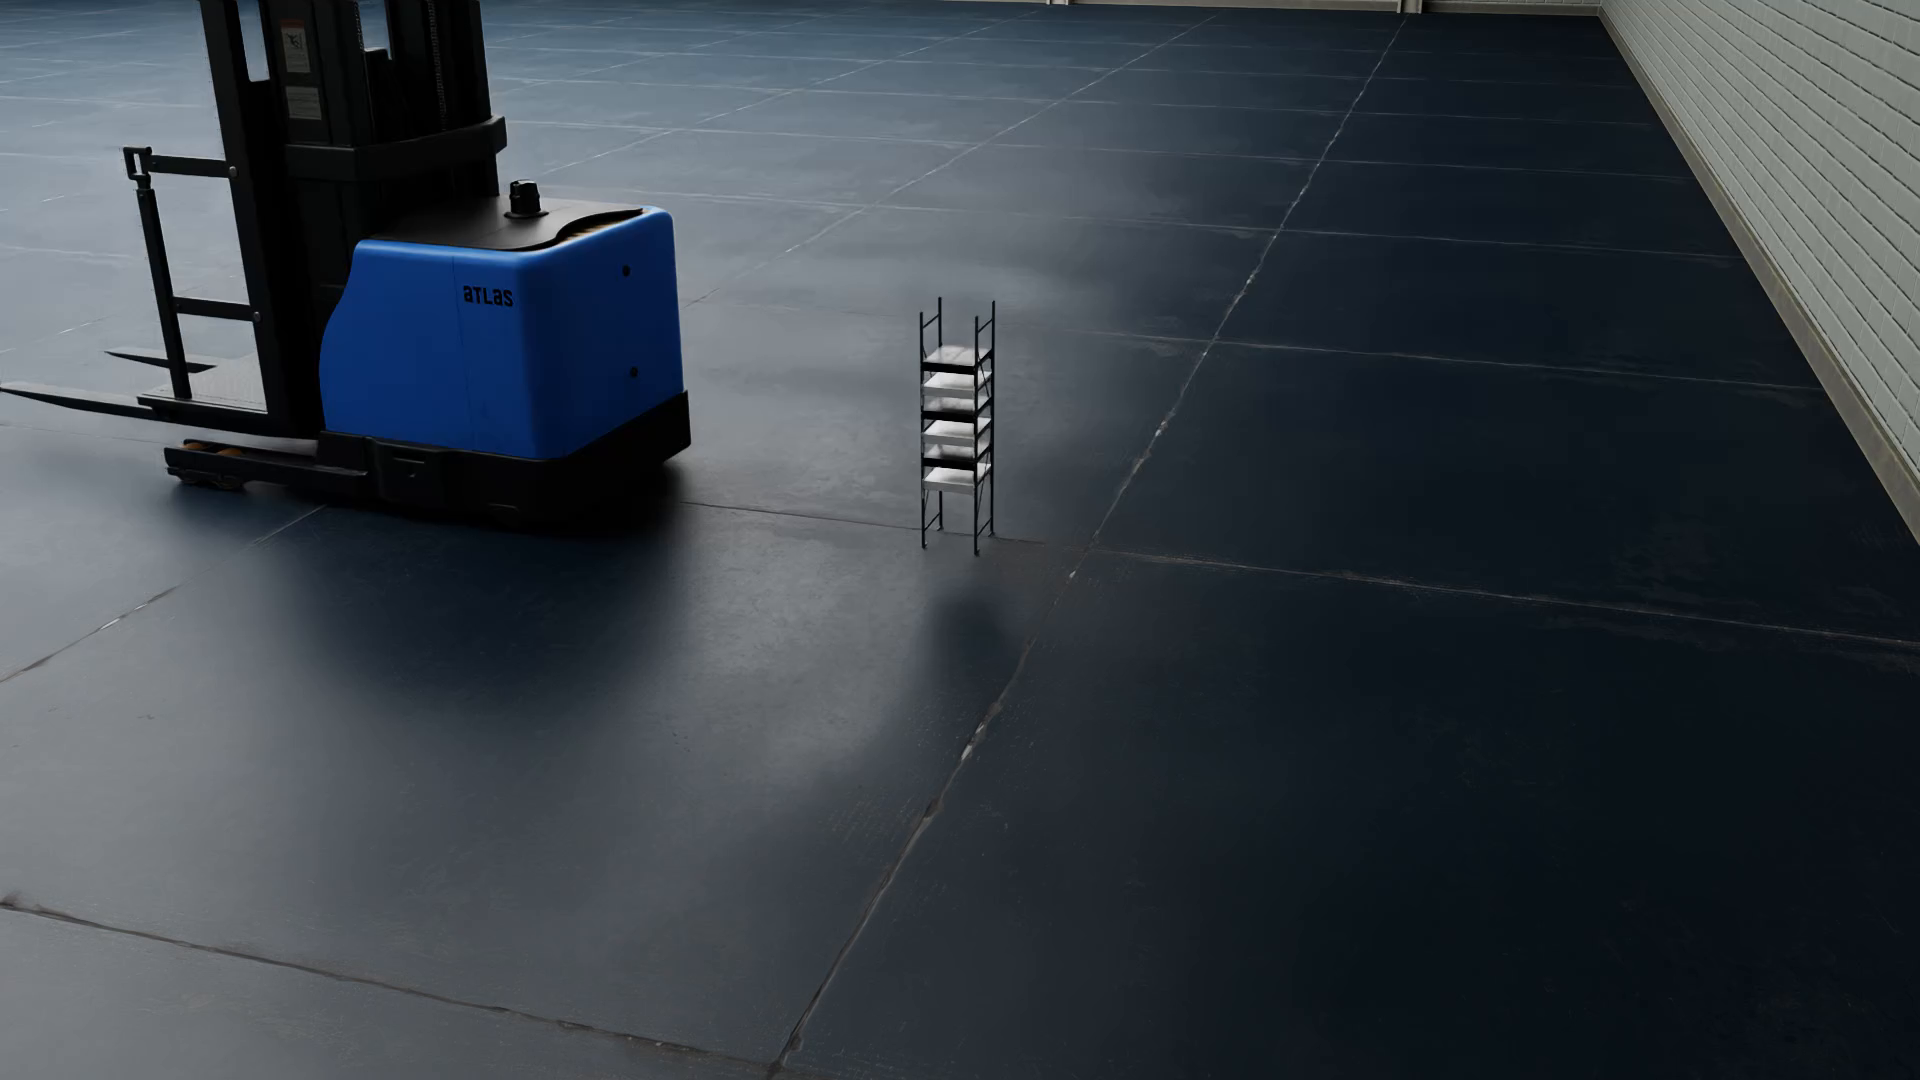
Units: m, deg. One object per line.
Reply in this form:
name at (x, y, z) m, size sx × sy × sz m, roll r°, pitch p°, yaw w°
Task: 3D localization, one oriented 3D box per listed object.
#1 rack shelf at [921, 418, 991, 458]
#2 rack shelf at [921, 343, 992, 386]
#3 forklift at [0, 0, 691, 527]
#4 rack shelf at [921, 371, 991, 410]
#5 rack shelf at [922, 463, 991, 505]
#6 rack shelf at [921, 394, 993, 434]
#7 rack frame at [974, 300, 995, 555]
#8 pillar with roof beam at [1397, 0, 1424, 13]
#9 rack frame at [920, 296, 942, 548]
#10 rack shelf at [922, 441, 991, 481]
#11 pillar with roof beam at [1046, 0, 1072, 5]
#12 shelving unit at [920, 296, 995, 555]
rack shelf at (-0.008, -0.386, 6.114) m, size 0.200 × 0.077 × 0.258 m, roll 7°, pitch 23°, yaw 16°
rack shelf at (-0.008, -0.636, 6.012) m, size 0.200 × 0.077 × 0.258 m, roll 7°, pitch 23°, yaw 16°
forklift at (-2.717, -1.738, 6.645) m, size 3.031 × 2.935 × 1.130 m, roll 8°, pitch 24°, yaw 19°
rack shelf at (-0.008, -0.553, 6.046) m, size 0.200 × 0.077 × 0.258 m, roll 7°, pitch 23°, yaw 16°
rack shelf at (-0.008, -0.220, 6.182) m, size 0.200 × 0.077 × 0.258 m, roll 7°, pitch 23°, yaw 16°
rack shelf at (-0.008, -0.470, 6.080) m, size 0.200 × 0.077 × 0.258 m, roll 7°, pitch 23°, yaw 16°
rack frame at (0.090, -0.406, 6.074) m, size 0.006 × 0.900 × 0.240 m, roll 7°, pitch 23°, yaw 16°
pillar with roof beam at (6.255, -11.401, 22.208) m, size 0.400 × 9.000 × 9.100 m, roll 7°, pitch 23°, yaw 16°
rack frame at (-0.105, -0.428, 6.129) m, size 0.006 × 0.900 × 0.240 m, roll 7°, pitch 23°, yaw 16°
rack shelf at (-0.008, -0.303, 6.148) m, size 0.200 × 0.077 × 0.258 m, roll 7°, pitch 23°, yaw 16°
pillar with roof beam at (0.511, -12.059, 23.811) m, size 0.400 × 9.000 × 9.100 m, roll 7°, pitch 23°, yaw 16°
shelving unit at (-0.008, -0.417, 6.101) m, size 0.210 × 0.900 × 0.258 m, roll 7°, pitch 23°, yaw 16°
